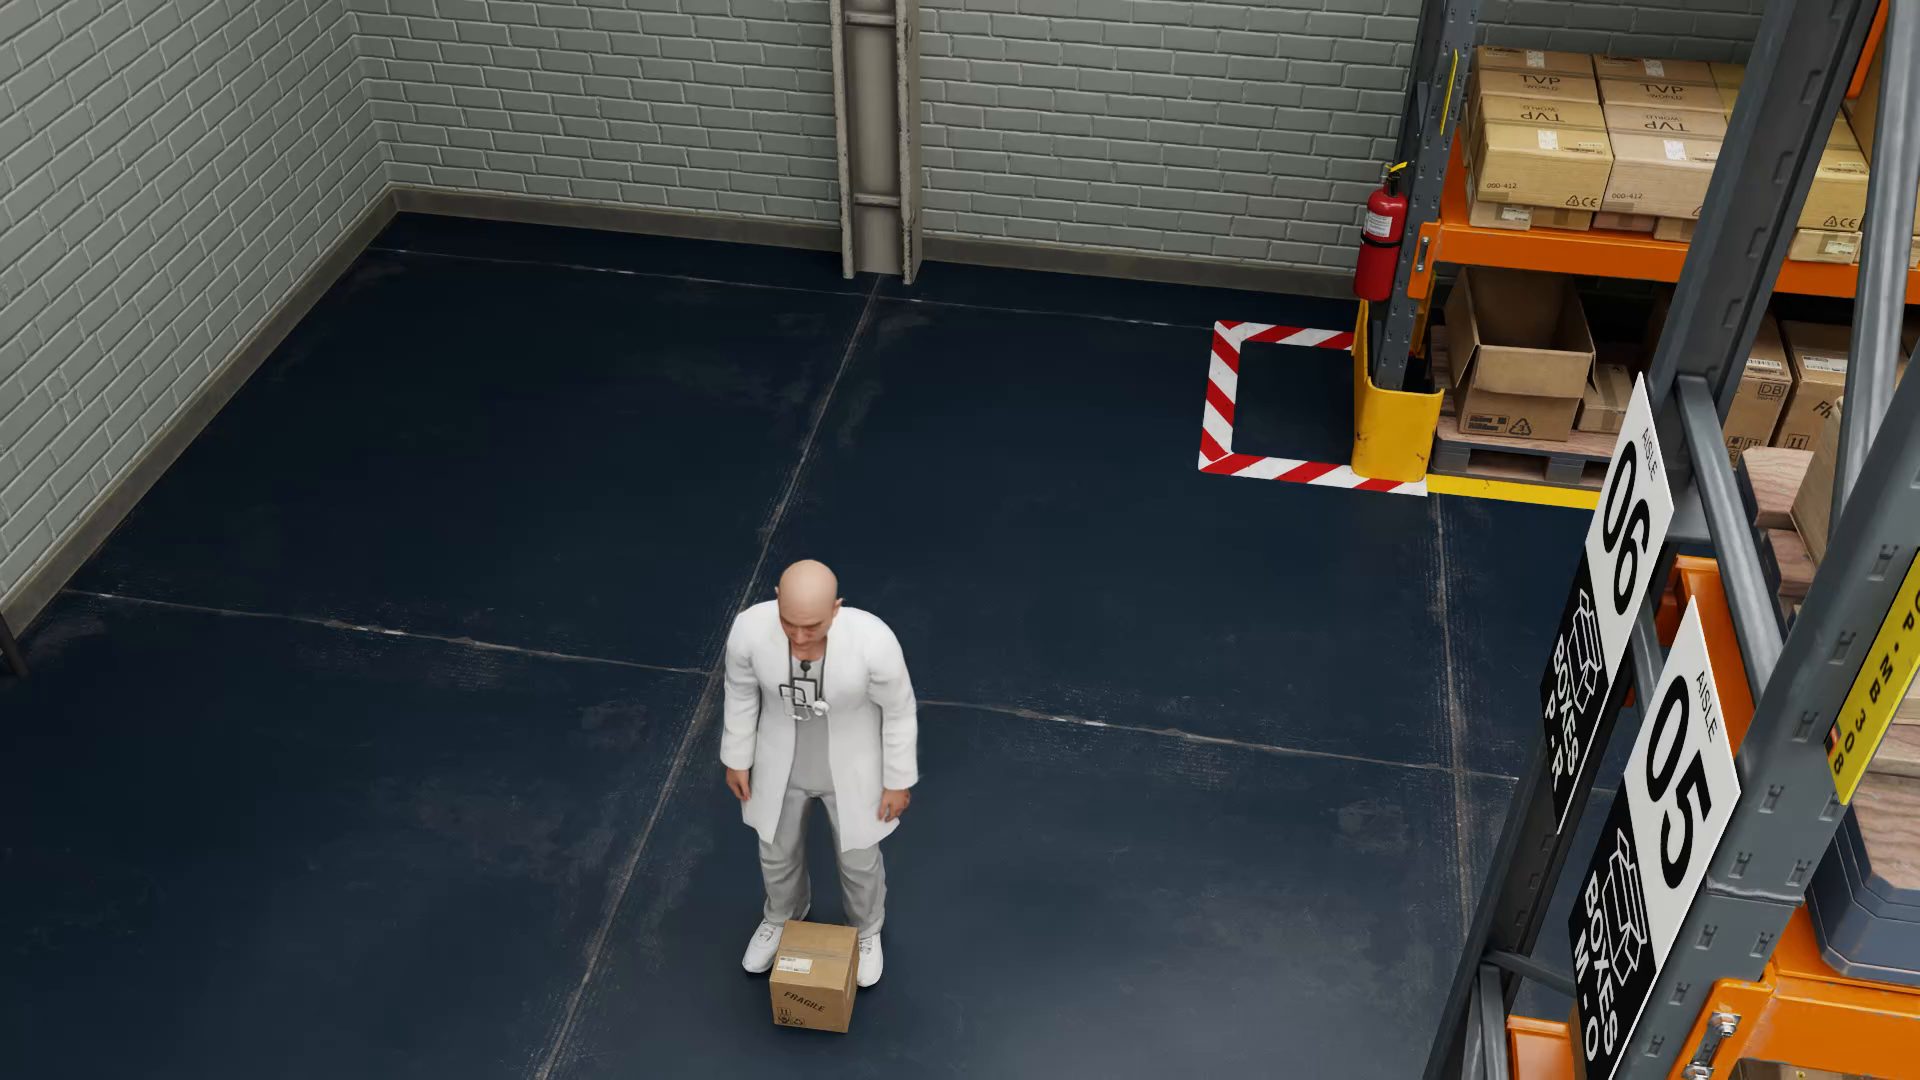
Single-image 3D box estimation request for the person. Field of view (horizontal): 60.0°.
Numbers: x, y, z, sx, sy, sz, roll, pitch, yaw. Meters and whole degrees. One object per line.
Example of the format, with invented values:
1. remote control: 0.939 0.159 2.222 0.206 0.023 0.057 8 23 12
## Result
1. person: -0.447 0.728 5.301 0.642 1.774 0.421 6 40 8
